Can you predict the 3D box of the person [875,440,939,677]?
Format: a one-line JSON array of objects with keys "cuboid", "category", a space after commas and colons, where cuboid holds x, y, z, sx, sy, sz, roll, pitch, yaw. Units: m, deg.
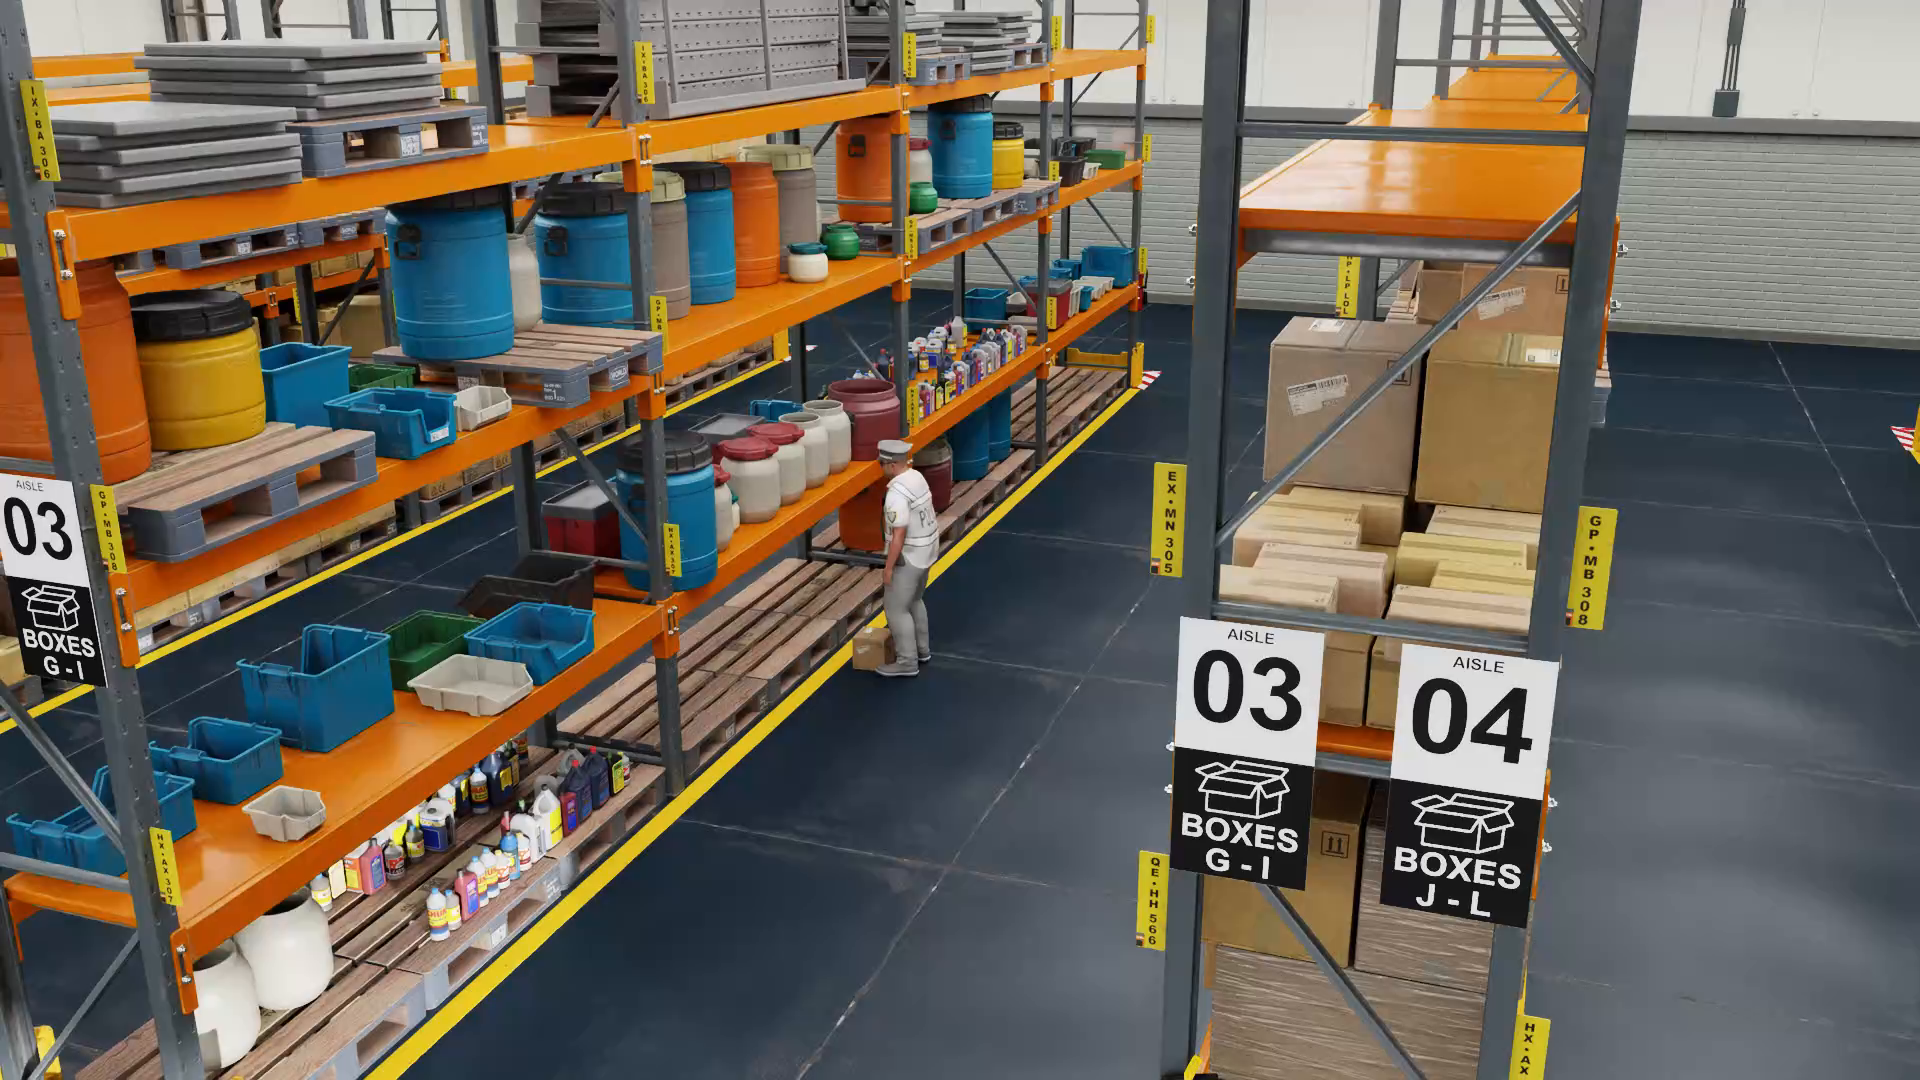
[{"cuboid": [-0.385, 0.129, 12.161, 0.432, 1.748, 0.585, 6, 20, 18], "category": "person"}]
